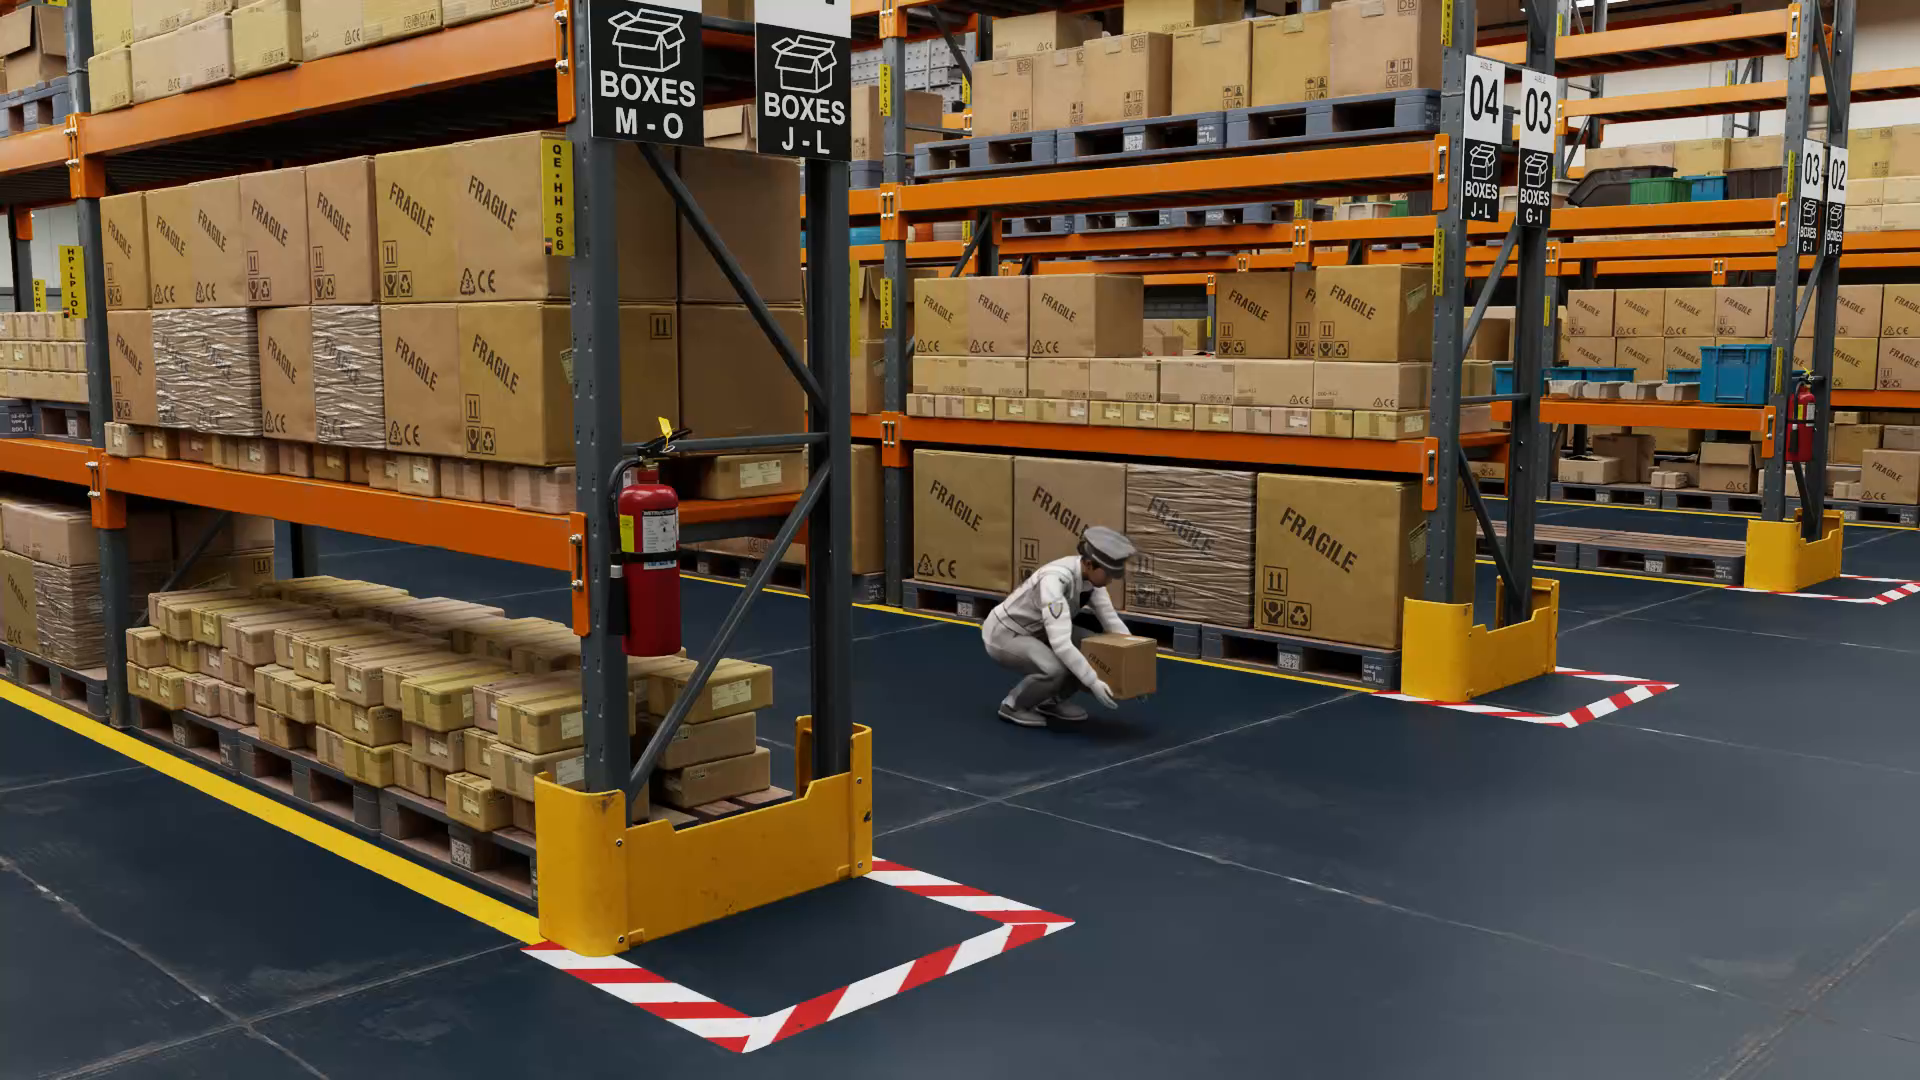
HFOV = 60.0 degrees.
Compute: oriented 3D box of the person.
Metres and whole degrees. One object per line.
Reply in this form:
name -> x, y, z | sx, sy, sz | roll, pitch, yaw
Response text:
person -> 0.487, 0.408, 7.890 | 0.826, 0.963, 0.495 | 7, 10, 43
